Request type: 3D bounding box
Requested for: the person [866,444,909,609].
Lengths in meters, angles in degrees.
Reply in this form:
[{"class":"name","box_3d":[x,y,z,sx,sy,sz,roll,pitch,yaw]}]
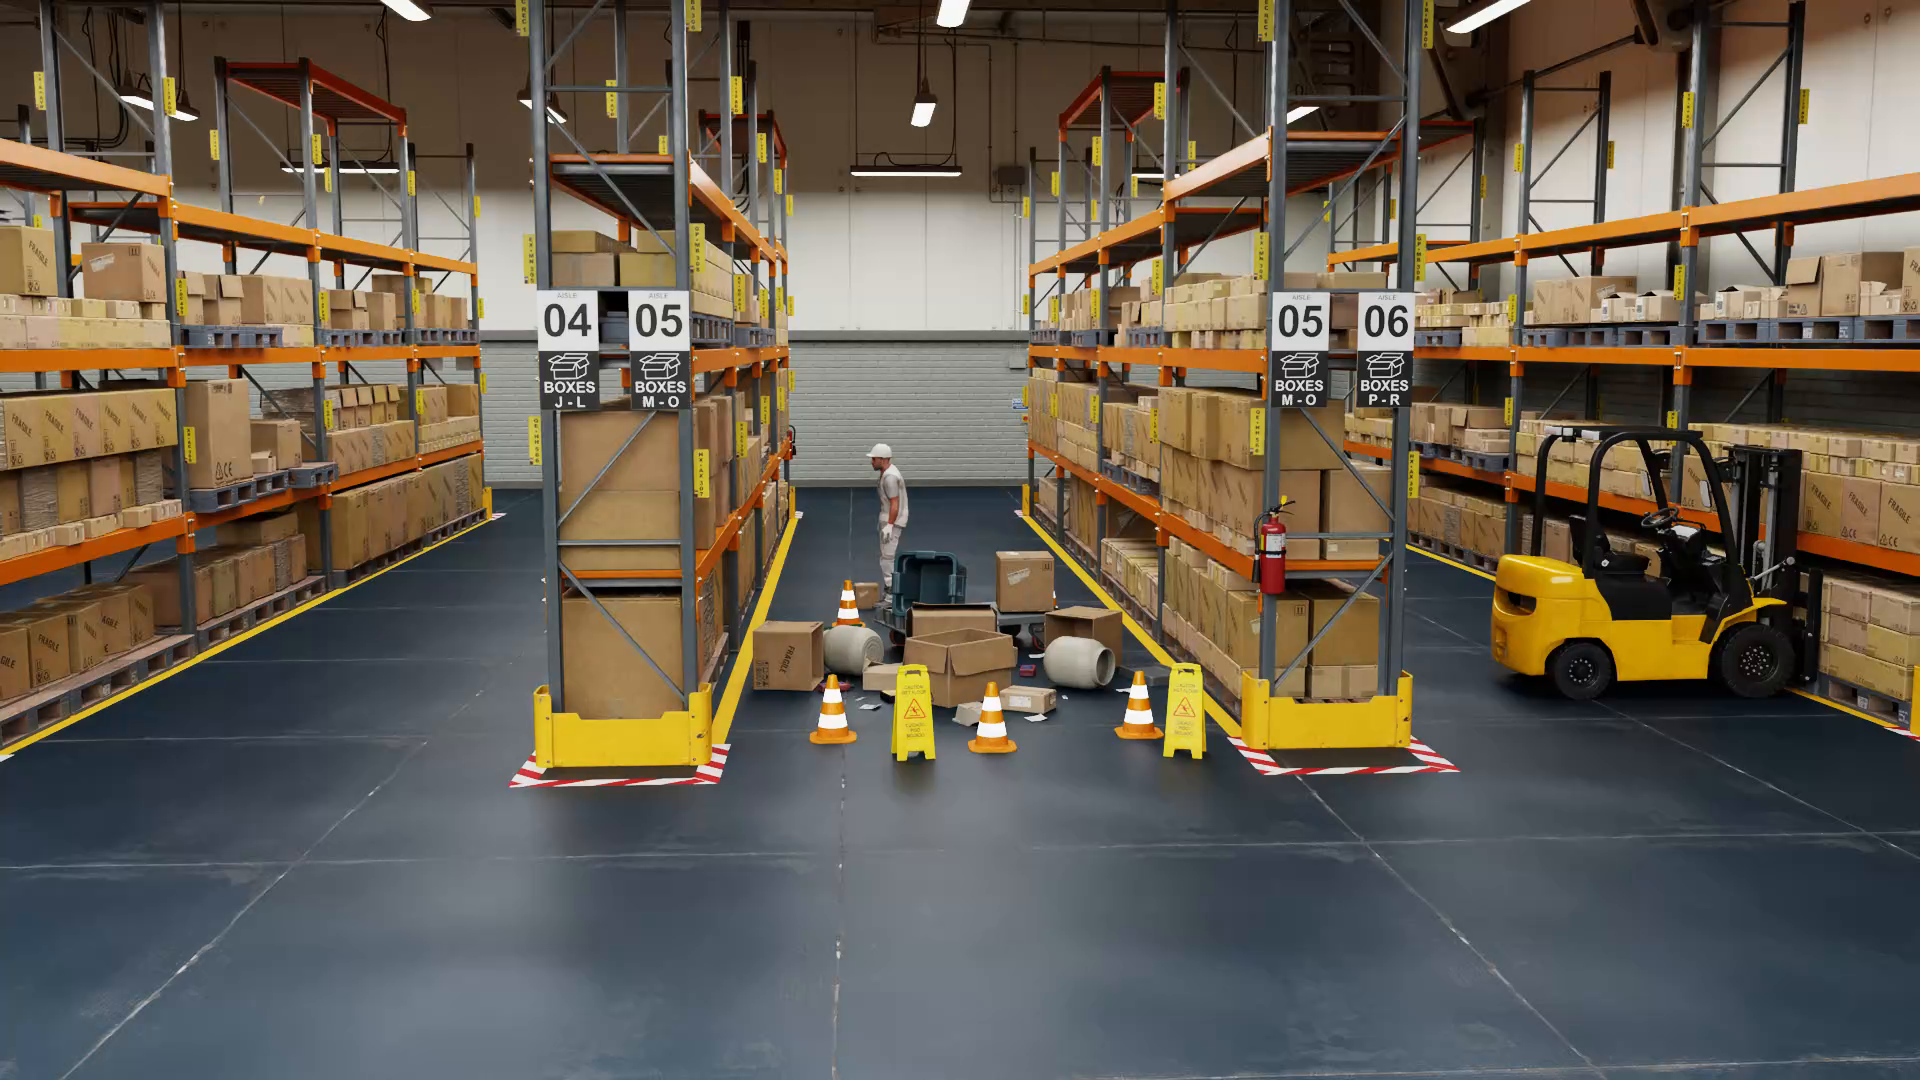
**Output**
[{"class":"person","box_3d":[-0.790,-0.153,17.975,0.452,1.778,0.613,-1,7,-7]}]
